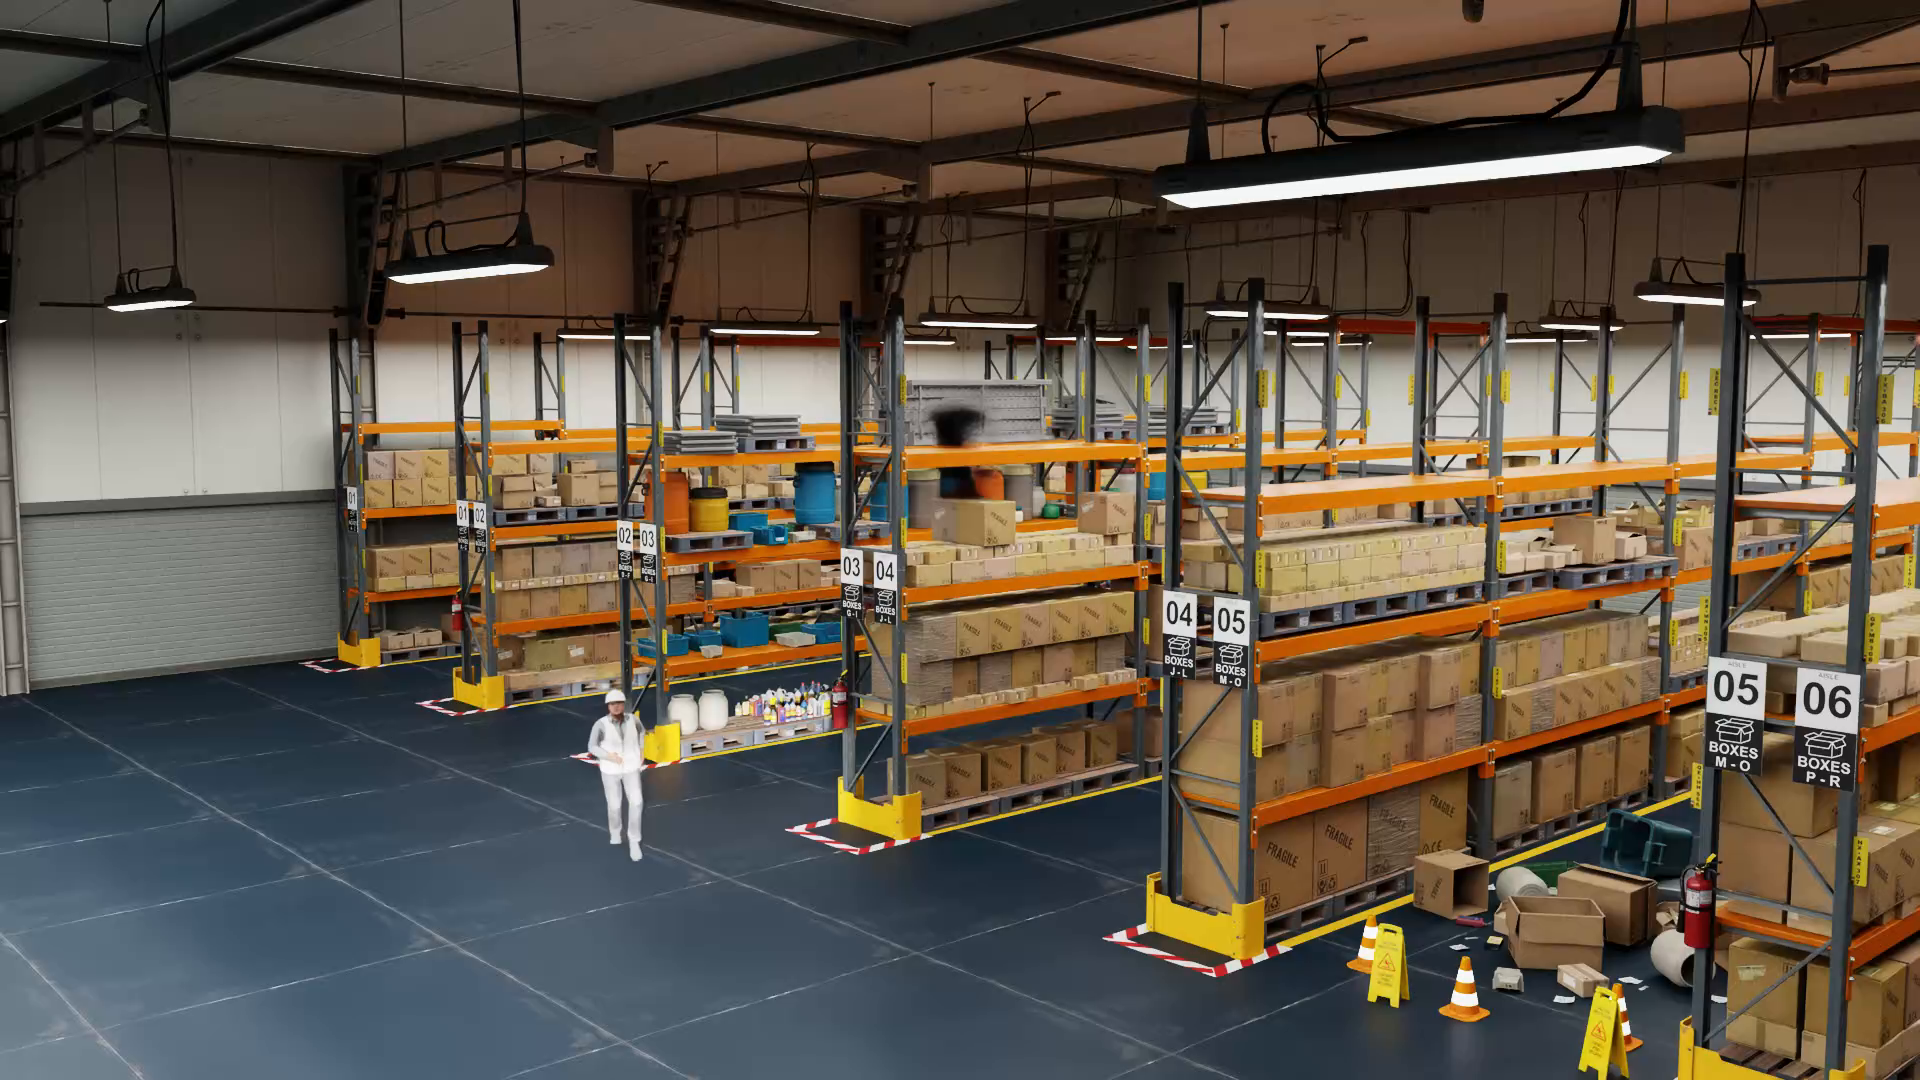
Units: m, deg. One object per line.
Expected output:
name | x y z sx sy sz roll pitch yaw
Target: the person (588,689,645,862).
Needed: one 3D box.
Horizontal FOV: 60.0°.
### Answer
person | -3.687 2.506 17.961 0.639 1.809 0.797 -2 6 -17
